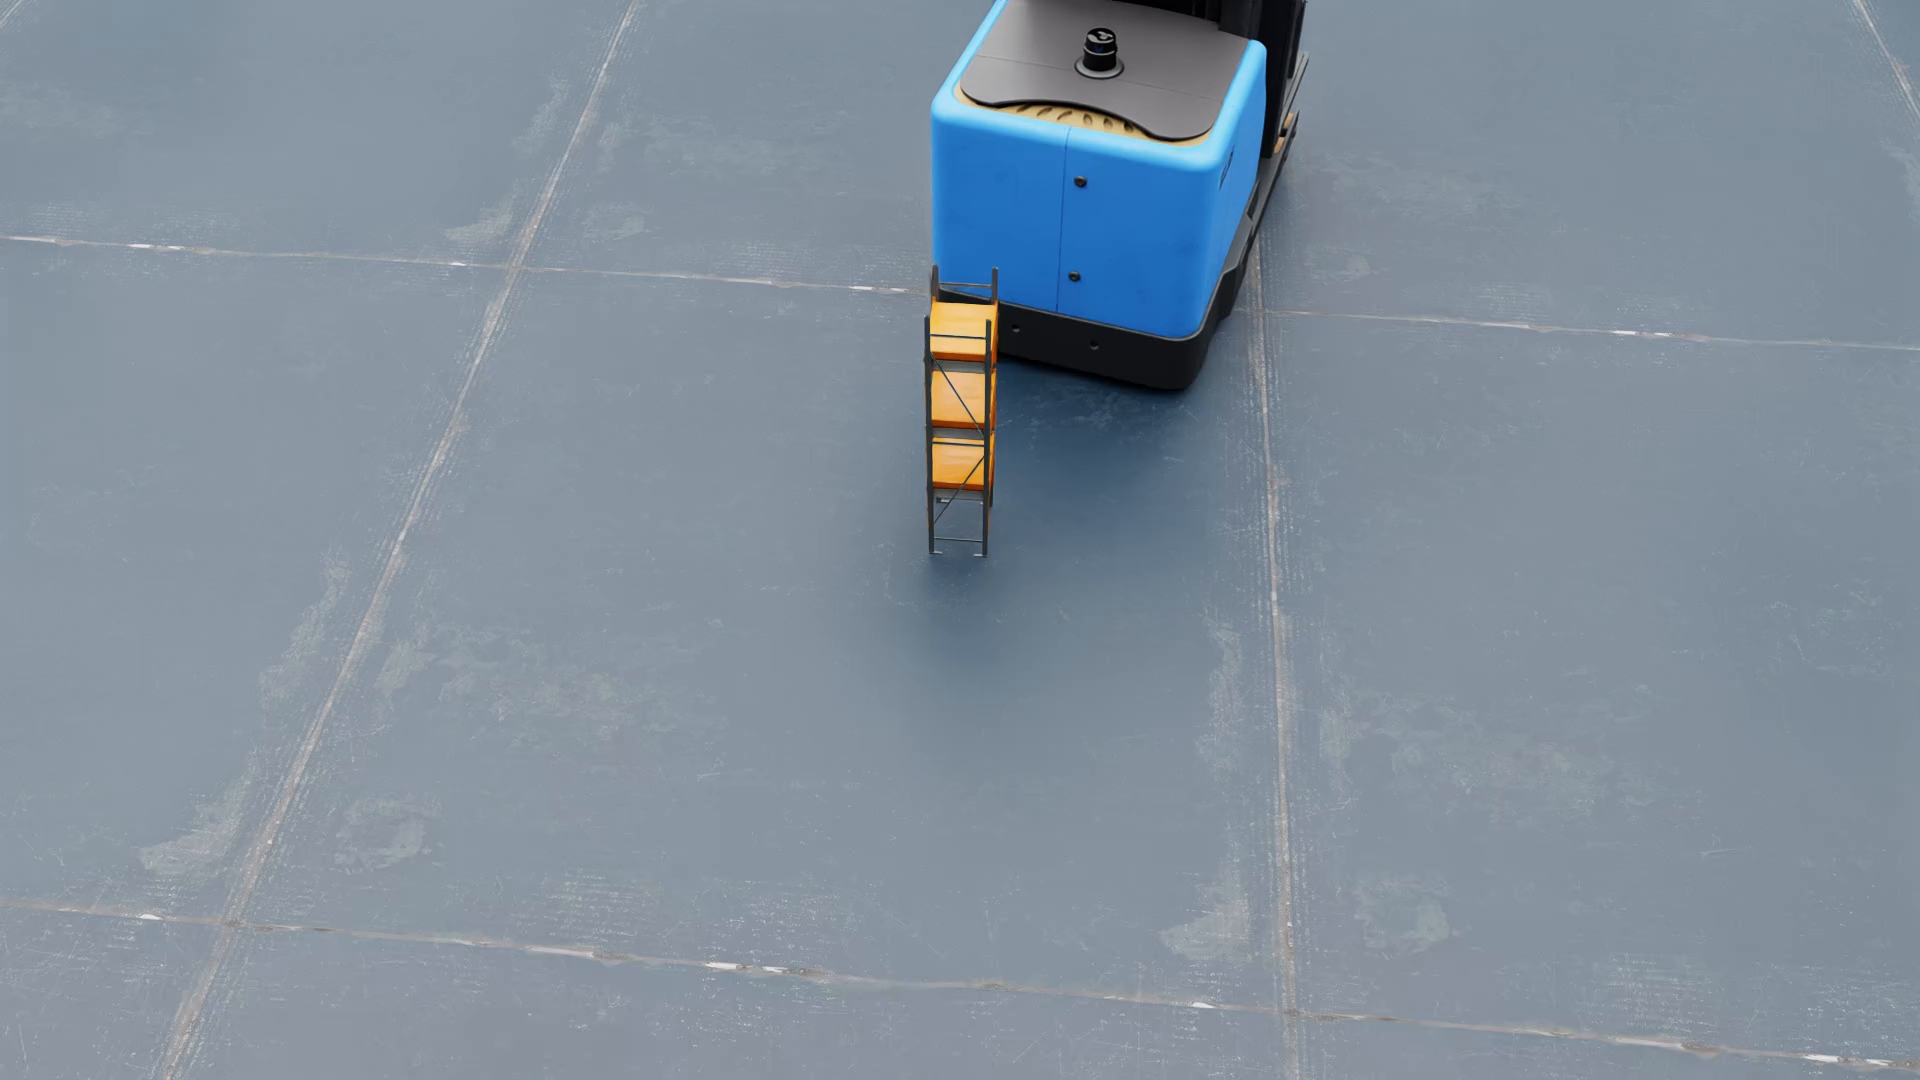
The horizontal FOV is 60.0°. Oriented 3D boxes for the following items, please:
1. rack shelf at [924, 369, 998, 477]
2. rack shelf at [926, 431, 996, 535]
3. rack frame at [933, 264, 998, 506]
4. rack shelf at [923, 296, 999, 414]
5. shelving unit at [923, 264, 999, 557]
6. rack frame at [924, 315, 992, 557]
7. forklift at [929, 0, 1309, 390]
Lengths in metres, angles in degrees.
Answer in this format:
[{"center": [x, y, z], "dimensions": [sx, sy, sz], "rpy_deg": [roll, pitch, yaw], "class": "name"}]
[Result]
[{"center": [0.005, -0.386, 5.406], "dimensions": [0.215, 0.259, 0.240], "rpy_deg": [4, 48, 4], "class": "rack shelf"}, {"center": [0.005, -0.199, 5.611], "dimensions": [0.215, 0.259, 0.240], "rpy_deg": [4, 48, 4], "class": "rack shelf"}, {"center": [0.016, -0.483, 5.481], "dimensions": [0.200, 1.050, 0.008], "rpy_deg": [4, 48, 4], "class": "rack frame"}, {"center": [0.005, -0.578, 5.197], "dimensions": [0.215, 0.259, 0.240], "rpy_deg": [4, 48, 4], "class": "rack shelf"}, {"center": [0.005, -0.394, 5.399], "dimensions": [0.215, 1.050, 0.252], "rpy_deg": [4, 48, 4], "class": "shelving unit"}, {"center": [-0.006, -0.304, 5.317], "dimensions": [0.200, 1.050, 0.008], "rpy_deg": [4, 48, 4], "class": "rack frame"}, {"center": [0.846, -2.657, 6.194], "dimensions": [1.130, 2.935, 3.031], "rpy_deg": [14, 49, 13], "class": "forklift"}]
